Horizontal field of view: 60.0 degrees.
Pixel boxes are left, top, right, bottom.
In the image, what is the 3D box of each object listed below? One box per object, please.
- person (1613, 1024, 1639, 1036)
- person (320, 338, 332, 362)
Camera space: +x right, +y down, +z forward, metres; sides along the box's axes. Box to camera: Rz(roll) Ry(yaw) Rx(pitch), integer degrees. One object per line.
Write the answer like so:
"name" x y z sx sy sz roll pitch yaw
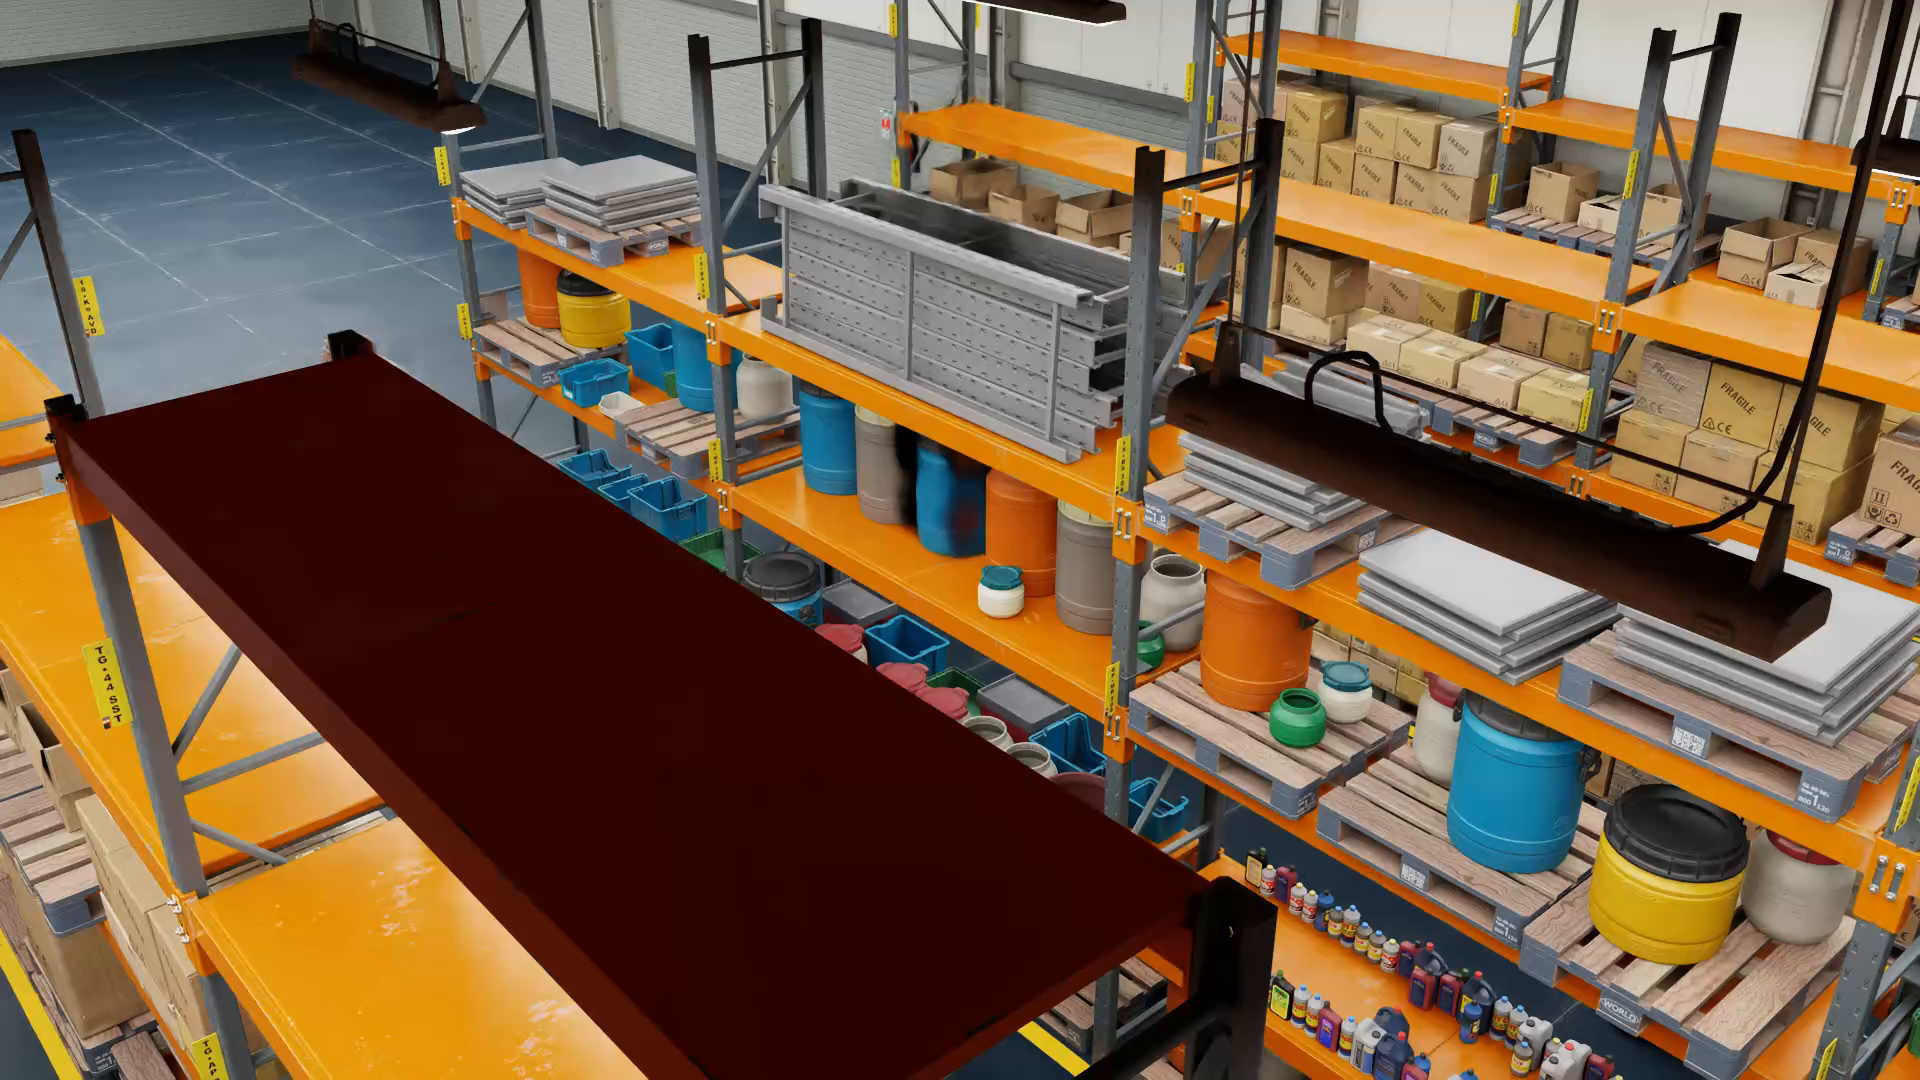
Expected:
"person" 4.696 2.591 10.636 0.733 1.694 0.661 16 31 29
"person" -6.905 -1.463 18.591 0.862 1.667 0.625 -7 28 -14
